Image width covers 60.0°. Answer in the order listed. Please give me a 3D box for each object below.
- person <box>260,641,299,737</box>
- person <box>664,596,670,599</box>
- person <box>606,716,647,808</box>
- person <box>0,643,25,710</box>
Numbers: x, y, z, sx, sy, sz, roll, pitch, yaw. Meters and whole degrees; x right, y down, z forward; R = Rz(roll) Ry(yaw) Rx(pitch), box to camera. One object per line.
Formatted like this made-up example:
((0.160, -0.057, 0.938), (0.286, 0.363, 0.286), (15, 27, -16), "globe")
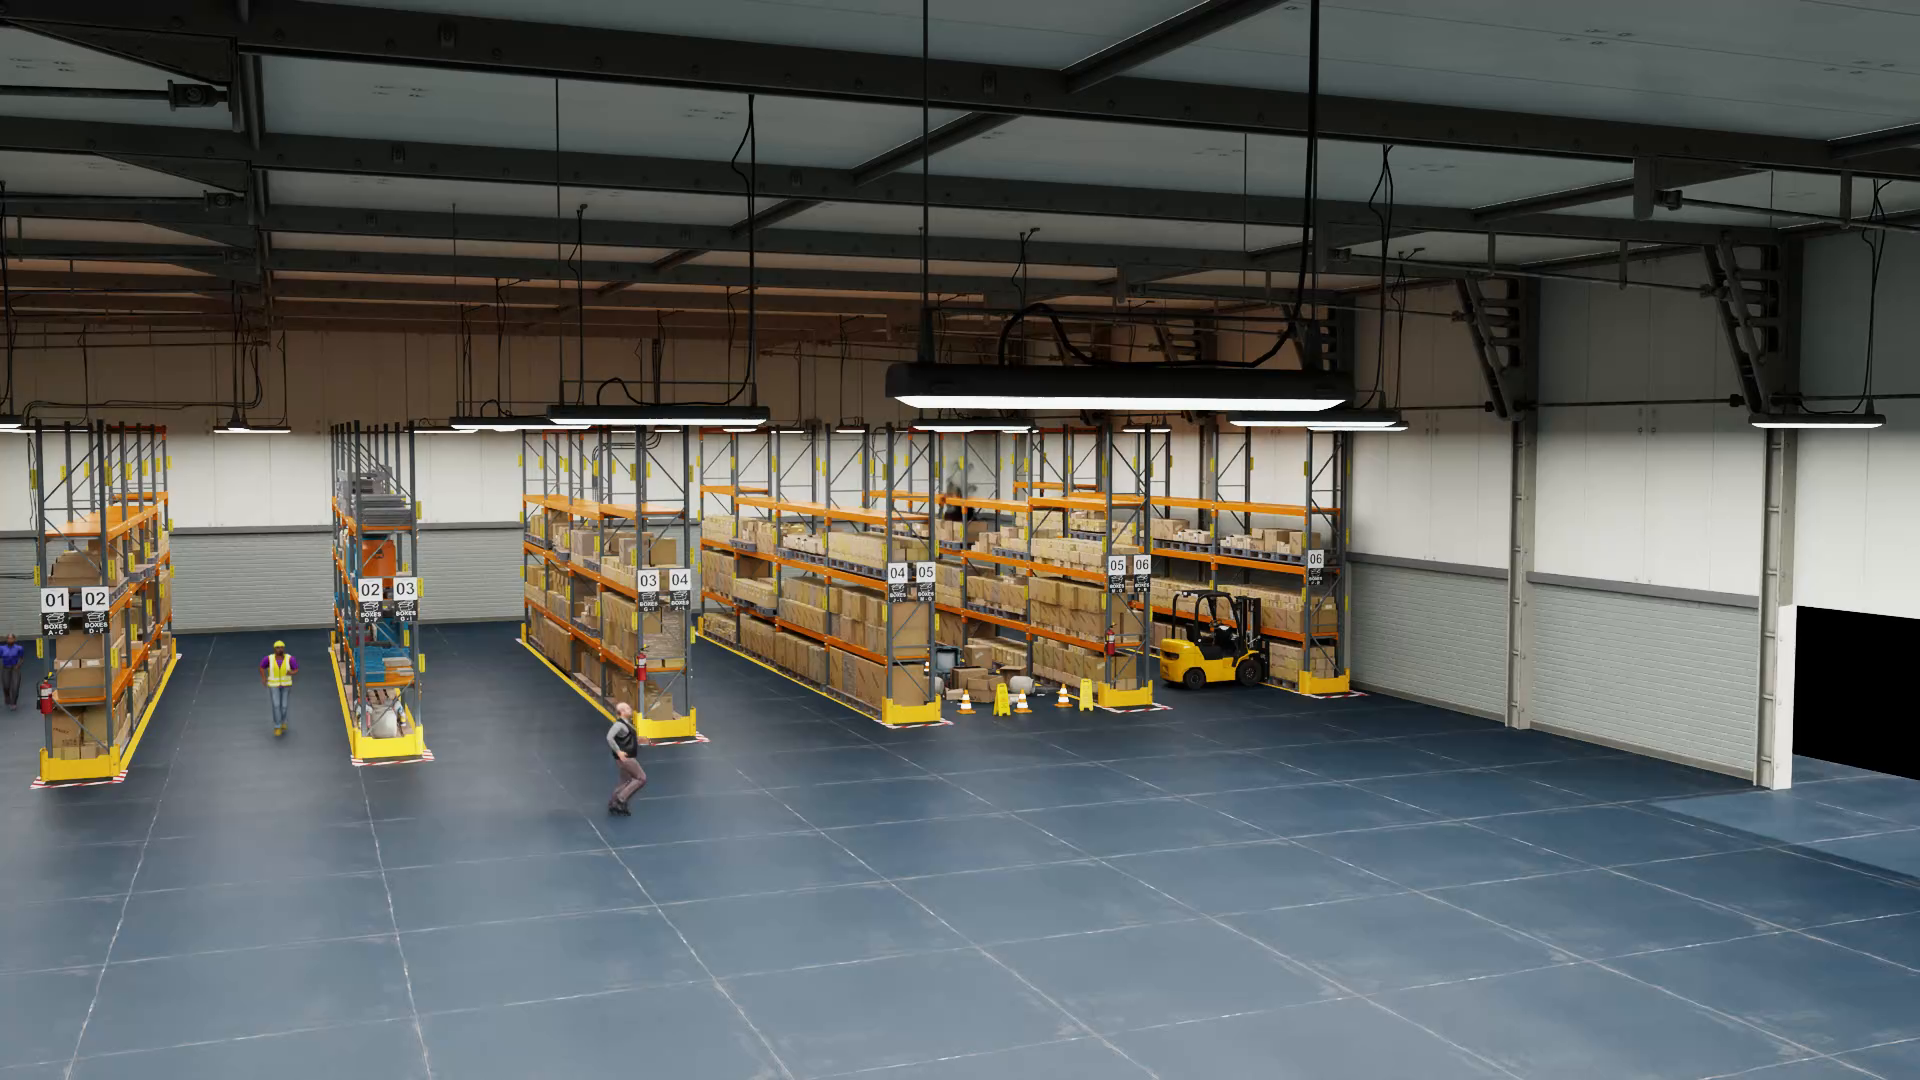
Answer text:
((-13.063, 2.825, 31.966), (0.687, 1.793, 0.827), (-2, 4, -28), "person")
((-8.398, 1.961, 46.908), (0.619, 1.528, 0.611), (-1, 4, -12), "person")
((-5.033, 3.357, 25.094), (0.608, 1.416, 0.636), (0, 4, -7), "person")
((-19.850, 2.845, 34.794), (0.525, 1.408, 0.399), (-2, 4, -28), "person")
